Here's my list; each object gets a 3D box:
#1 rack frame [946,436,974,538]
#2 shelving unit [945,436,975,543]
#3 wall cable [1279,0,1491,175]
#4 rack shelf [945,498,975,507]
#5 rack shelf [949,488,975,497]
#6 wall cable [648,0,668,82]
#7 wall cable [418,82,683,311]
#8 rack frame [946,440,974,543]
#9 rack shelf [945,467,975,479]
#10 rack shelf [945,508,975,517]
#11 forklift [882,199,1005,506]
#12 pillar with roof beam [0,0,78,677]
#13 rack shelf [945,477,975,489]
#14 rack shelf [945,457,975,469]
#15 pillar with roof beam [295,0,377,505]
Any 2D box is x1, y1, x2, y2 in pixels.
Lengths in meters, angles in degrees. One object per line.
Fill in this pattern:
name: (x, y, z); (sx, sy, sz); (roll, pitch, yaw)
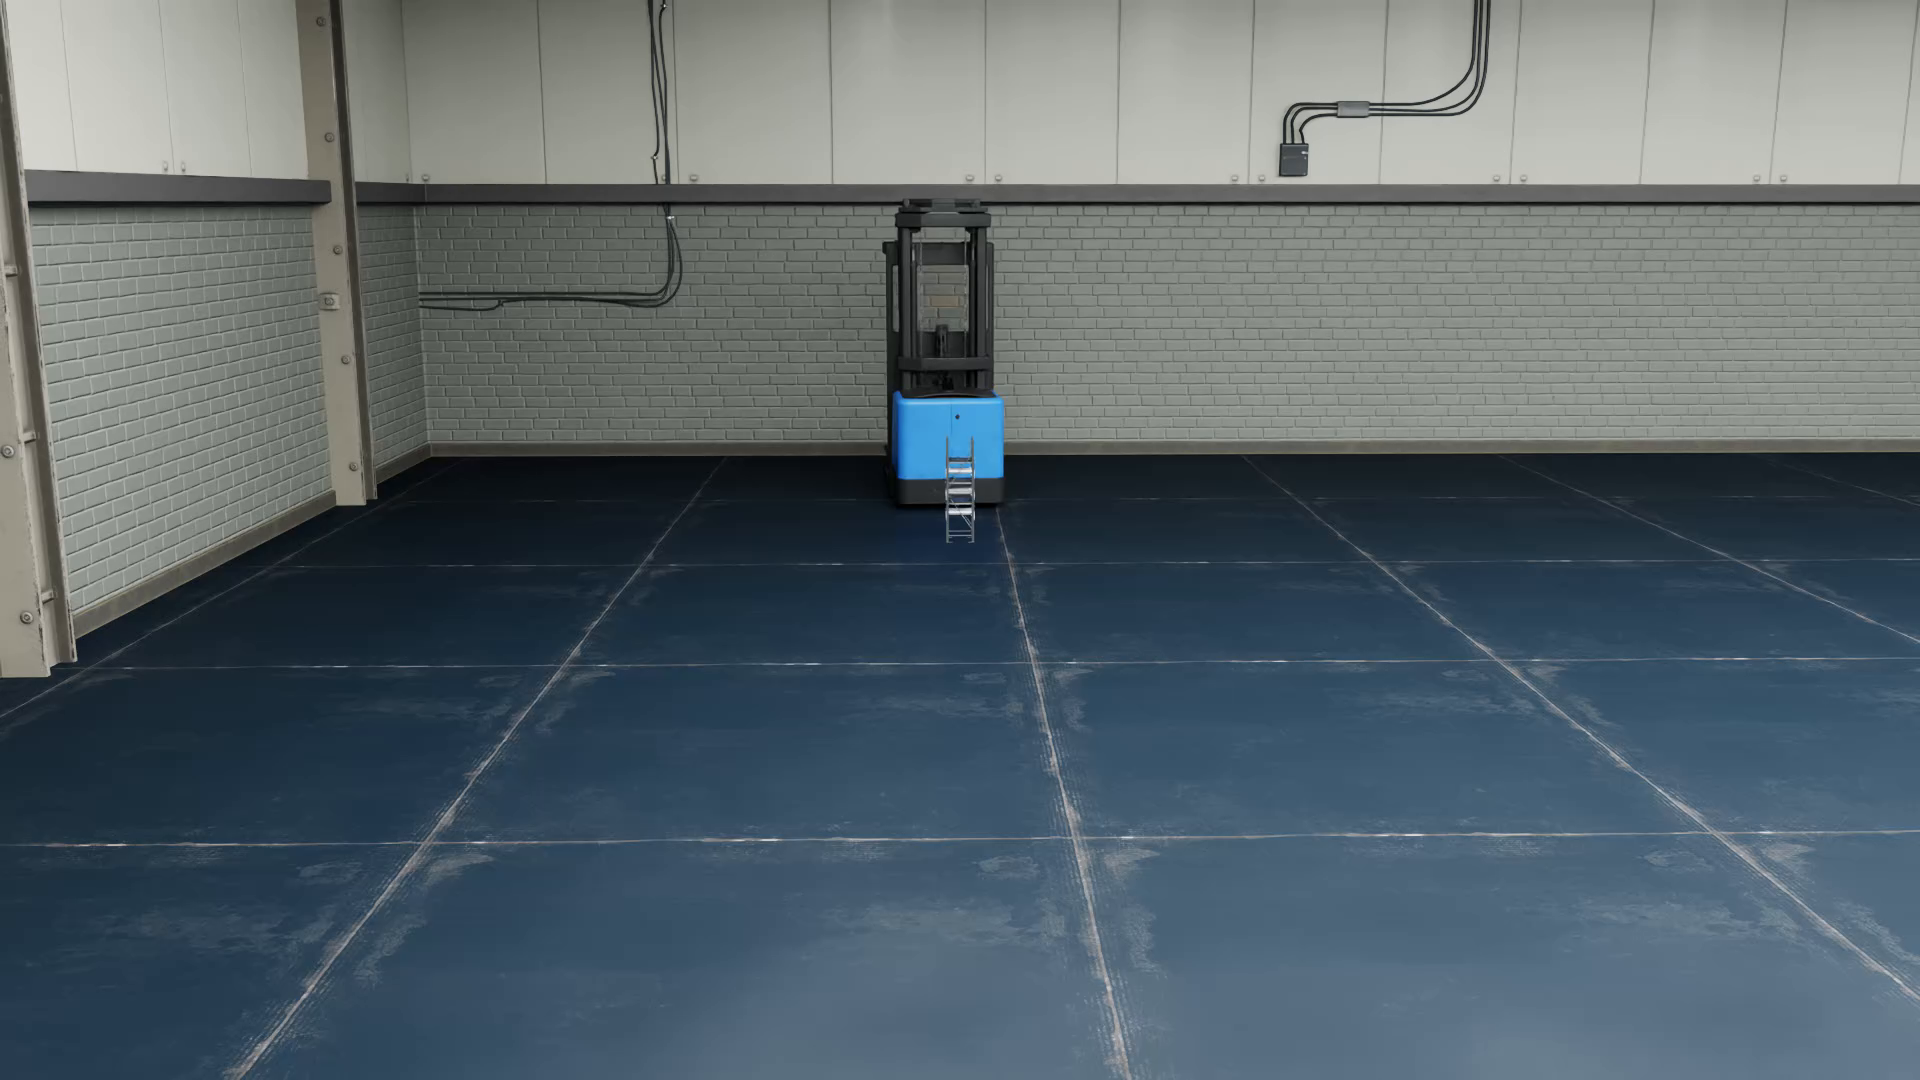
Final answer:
rack frame: (-0.002, -0.460, 14.561); (0.240, 0.900, 0.006); (0, 11, -1)
shelving unit: (0.000, -0.439, 14.462); (0.258, 0.900, 0.210); (0, 11, -1)
wall cable: (4.782, -7.082, 18.280); (2.305, 6.003, 0.169); (0, 11, -1)
rack shelf: (0.000, -0.319, 14.486); (0.258, 0.077, 0.200); (0, 11, -1)
rack shelf: (0.000, -0.407, 14.468); (0.258, 0.077, 0.200); (0, 11, -1)
wall cable: (-2.005, -6.344, 18.303); (3.097, 2.526, 0.112); (0, 11, -1)
wall cable: (-4.710, -3.857, 18.750); (3.097, 2.526, 0.112); (0, 11, -1)
rack frame: (0.002, -0.419, 14.362); (0.240, 0.900, 0.006); (0, 11, -1)
rack shelf: (0.000, -0.583, 14.433); (0.258, 0.077, 0.200); (0, 11, -1)
rack shelf: (0.000, -0.230, 14.504); (0.258, 0.077, 0.200); (0, 11, -1)
forklift: (-0.225, -2.014, 17.115); (1.130, 2.935, 3.031); (-1, 12, -5)
pillar with roof beam: (-1.543, -3.613, 9.736); (9.100, 9.000, 0.400); (0, 11, -1)
rack shelf: (0.000, -0.495, 14.450); (0.258, 0.077, 0.200); (0, 11, -1)
rack shelf: (0.000, -0.671, 14.415); (0.258, 0.077, 0.200); (0, 11, -1)
pillar with roof beam: (-1.667, -4.806, 15.615); (9.100, 9.000, 0.400); (0, 11, -1)
